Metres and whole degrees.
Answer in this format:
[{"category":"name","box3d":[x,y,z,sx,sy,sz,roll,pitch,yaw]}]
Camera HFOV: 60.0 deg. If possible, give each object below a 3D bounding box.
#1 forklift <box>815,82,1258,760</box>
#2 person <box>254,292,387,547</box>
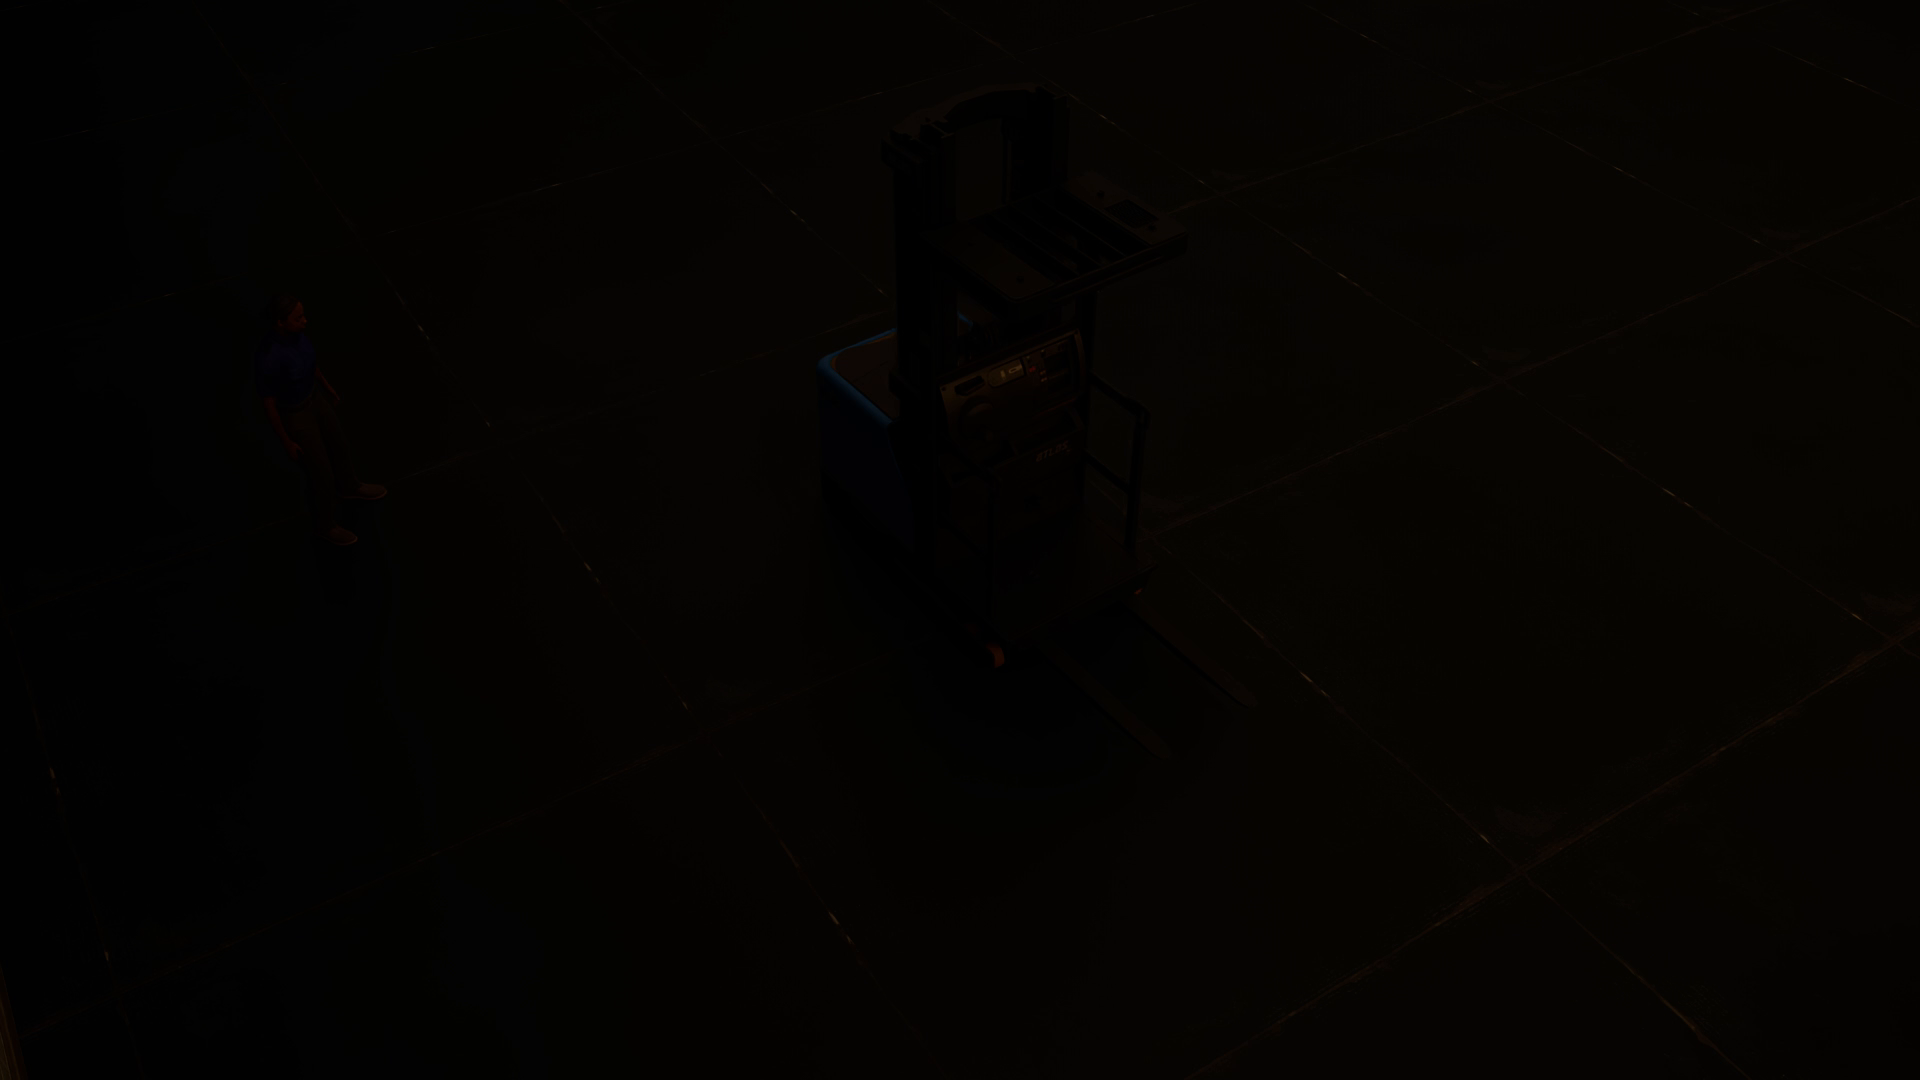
[{"category":"forklift","box3d":[0.414,-0.748,8.727,1.130,2.935,3.031,-26,47,-26]},{"category":"person","box3d":[-3.794,-0.741,9.698,0.373,1.649,0.626,3,41,4]}]
